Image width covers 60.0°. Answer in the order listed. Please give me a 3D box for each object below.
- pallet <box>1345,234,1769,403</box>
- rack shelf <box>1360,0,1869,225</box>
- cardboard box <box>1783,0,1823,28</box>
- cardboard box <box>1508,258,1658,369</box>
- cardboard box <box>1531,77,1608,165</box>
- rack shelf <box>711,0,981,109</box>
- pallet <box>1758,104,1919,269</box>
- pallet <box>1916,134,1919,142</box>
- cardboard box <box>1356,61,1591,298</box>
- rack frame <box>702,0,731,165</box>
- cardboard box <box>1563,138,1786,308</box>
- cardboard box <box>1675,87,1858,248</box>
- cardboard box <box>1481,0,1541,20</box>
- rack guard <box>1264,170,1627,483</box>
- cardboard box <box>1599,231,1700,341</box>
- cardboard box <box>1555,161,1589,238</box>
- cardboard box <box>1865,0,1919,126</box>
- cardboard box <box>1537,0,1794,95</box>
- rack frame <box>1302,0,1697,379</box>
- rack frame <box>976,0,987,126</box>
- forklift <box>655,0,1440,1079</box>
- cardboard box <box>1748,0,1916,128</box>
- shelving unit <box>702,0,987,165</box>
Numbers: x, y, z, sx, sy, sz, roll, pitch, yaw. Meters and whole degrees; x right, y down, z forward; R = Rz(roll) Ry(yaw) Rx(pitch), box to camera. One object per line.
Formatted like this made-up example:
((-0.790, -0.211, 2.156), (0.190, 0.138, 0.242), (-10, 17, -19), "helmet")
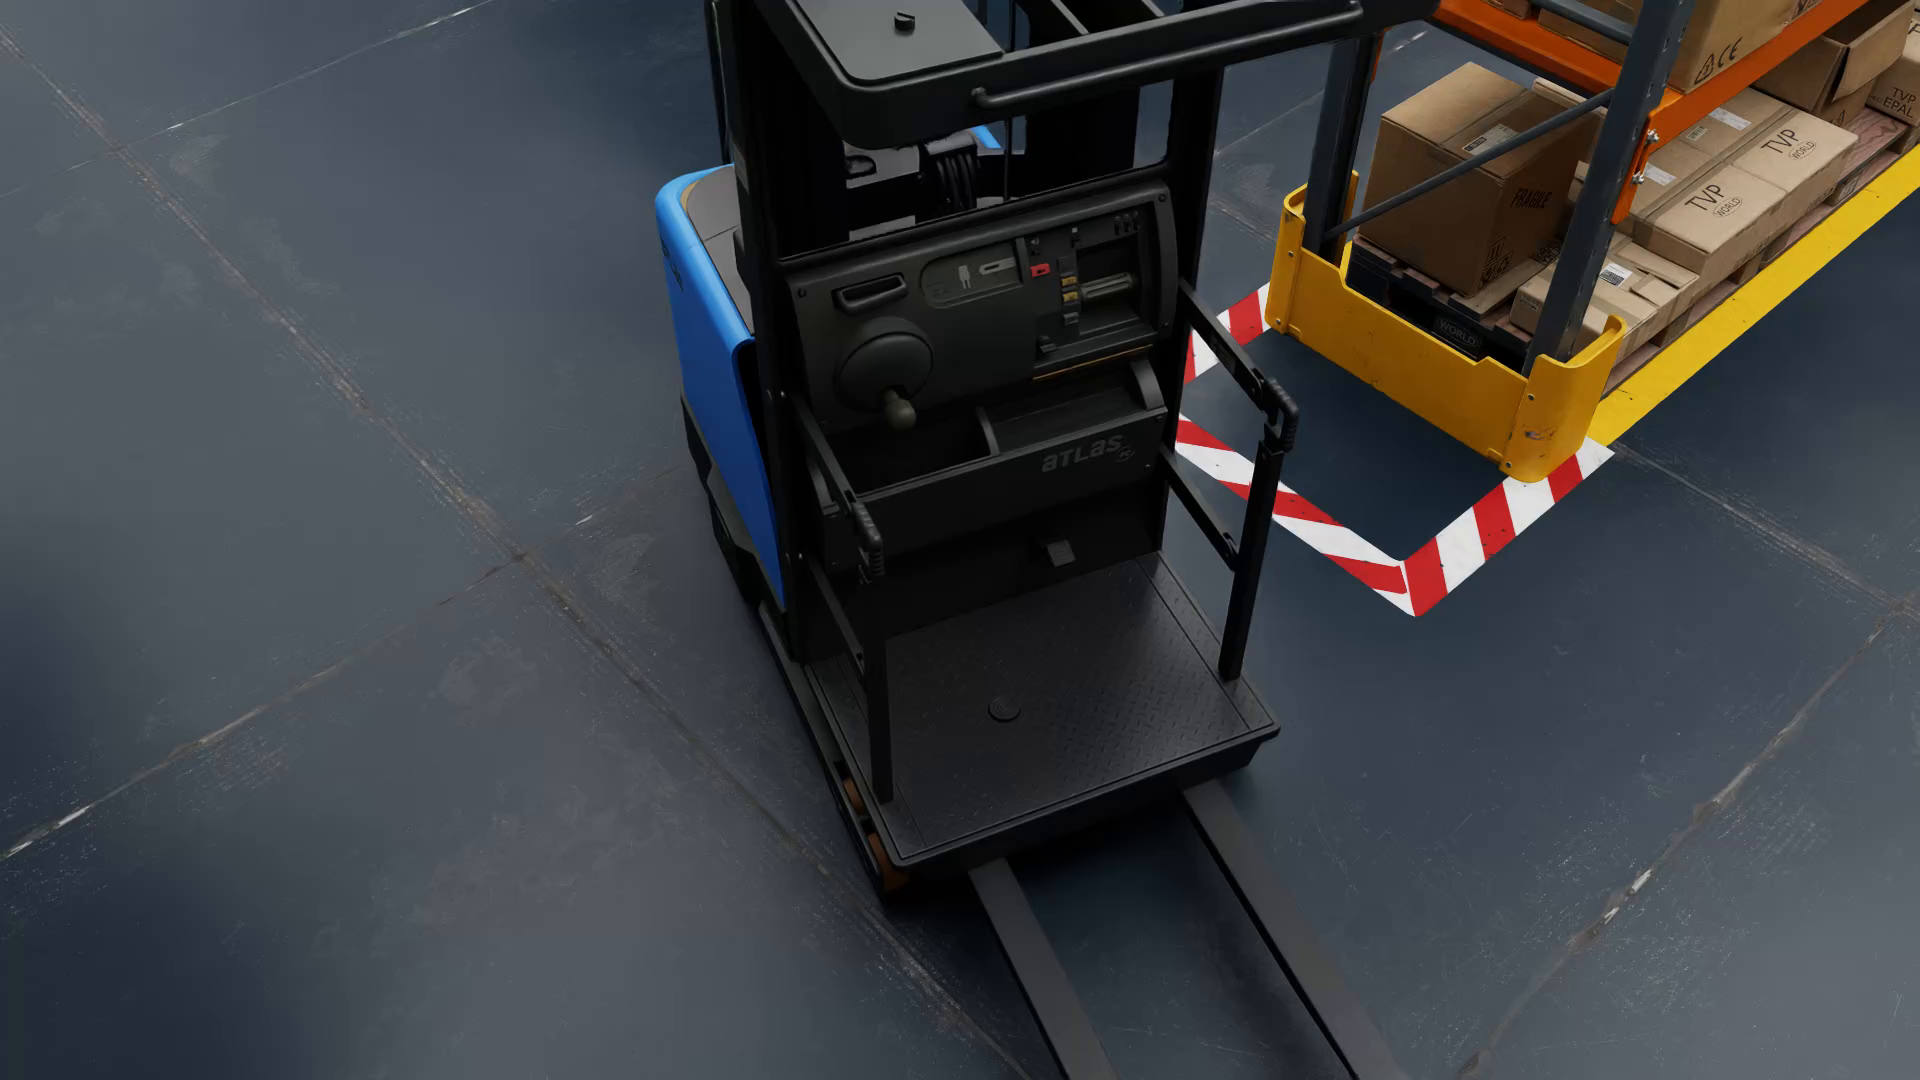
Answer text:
((2.177, -1.034, 6.061), (1.213, 0.211, 1.003), (-34, 56, -27), "pallet")
((3.011, -2.293, 5.814), (4.000, 0.370, 1.077), (-34, 56, -27), "rack shelf")
((2.415, -1.916, 4.909), (0.500, 0.500, 0.500), (-34, 56, -27), "cardboard box")
((2.073, -0.750, 5.542), (0.250, 0.149, 0.380), (-34, 56, -27), "cardboard box")
((2.491, -1.621, 6.276), (0.500, 0.250, 0.500), (-34, 56, -27), "cardboard box")
((-0.344, -1.436, 5.024), (0.720, 0.370, 0.431), (-15, 49, -13), "rack shelf")
((3.079, -1.634, 6.615), (1.213, 0.211, 1.003), (-34, 56, -27), "pallet")
((3.982, -2.241, 7.174), (1.213, 0.211, 1.003), (-34, 56, -27), "pallet")
((1.768, -1.252, 5.766), (0.500, 0.500, 0.500), (-34, 56, -27), "cardboard box")
((-0.689, -1.082, 5.227), (0.023, 1.500, 0.400), (-15, 49, -13), "rack frame")
((2.495, -1.126, 5.820), (0.500, 0.250, 0.500), (-34, 56, -27), "cardboard box")
((2.865, -1.374, 6.048), (0.500, 0.250, 0.500), (-34, 56, -27), "cardboard box")
((1.680, -1.951, 4.941), (0.500, 0.500, 0.500), (-32, 55, -26), "cardboard box")
((1.588, -0.738, 5.590), (0.348, 0.500, 1.175), (-34, 56, -27), "rack guard")
((2.258, -0.880, 5.649), (0.250, 0.166, 0.380), (-34, 56, -27), "cardboard box")
((2.128, -1.290, 6.028), (0.250, 0.166, 0.380), (-34, 56, -27), "cardboard box")
((3.706, -1.956, 6.544), (0.500, 0.311, 0.500), (-34, 56, -27), "cardboard box")
((2.037, -1.658, 4.671), (0.500, 0.500, 0.500), (-33, 55, -26), "cardboard box")
((1.532, -1.548, 4.637), (0.127, 3.000, 1.000), (-34, 56, -27), "rack frame")
((0.001, -1.261, 5.393), (0.023, 1.500, 0.400), (-15, 49, -13), "rack frame")
((0.157, -0.433, 3.655), (1.130, 2.935, 3.031), (-17, 50, -15), "forklift")
((3.105, -1.896, 6.358), (0.637, 0.503, 0.797), (-34, 56, -27), "cardboard box")
((-0.344, -1.172, 5.310), (0.755, 1.500, 0.431), (-15, 49, -13), "shelving unit")
